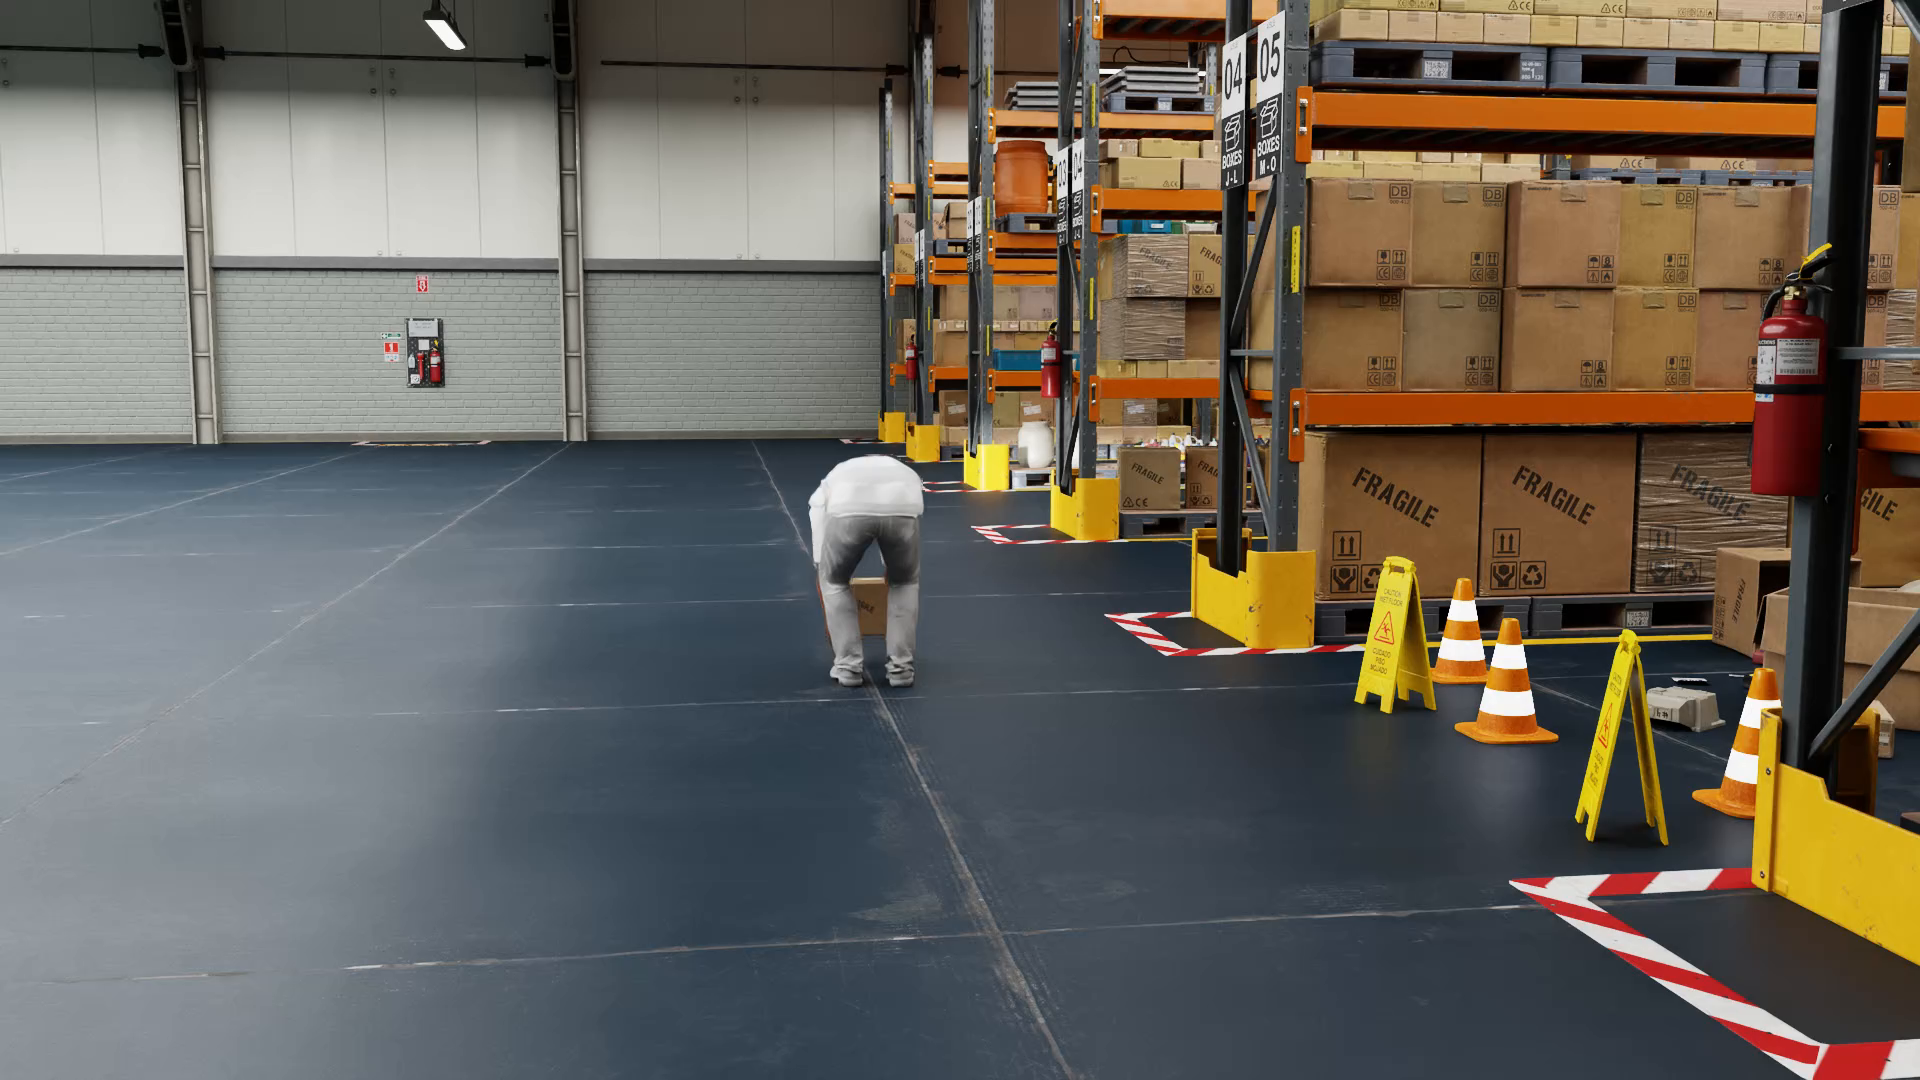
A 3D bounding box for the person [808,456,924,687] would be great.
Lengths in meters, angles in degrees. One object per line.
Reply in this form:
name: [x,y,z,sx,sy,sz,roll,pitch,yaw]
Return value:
person: [-0.452,0.115,7.793,0.494,1.043,0.980,-1,7,-11]
